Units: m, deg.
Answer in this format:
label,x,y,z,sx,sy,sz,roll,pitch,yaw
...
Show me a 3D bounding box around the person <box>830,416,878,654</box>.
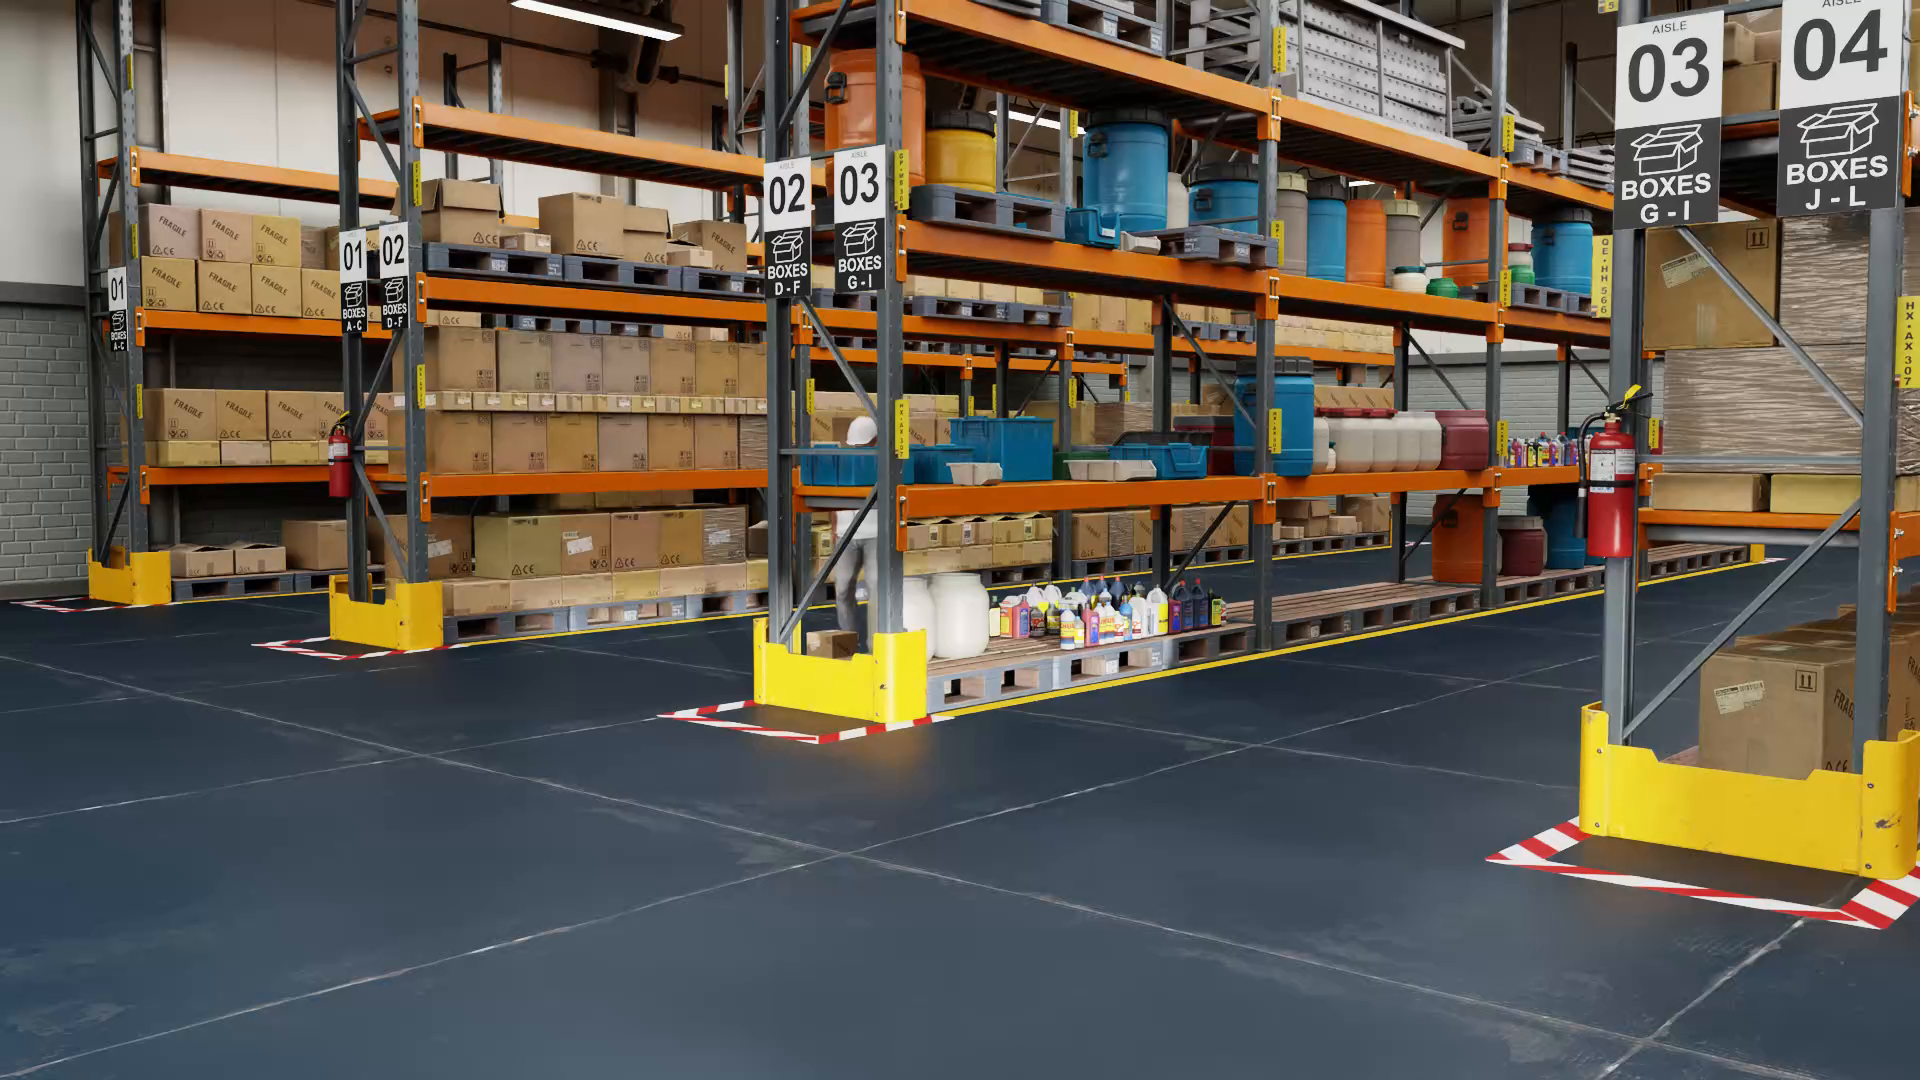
label,x,y,z,sx,sy,sz,roll,pitch,yaw
person,-0.676,-0.007,11.870,0.578,1.746,0.396,2,4,23
